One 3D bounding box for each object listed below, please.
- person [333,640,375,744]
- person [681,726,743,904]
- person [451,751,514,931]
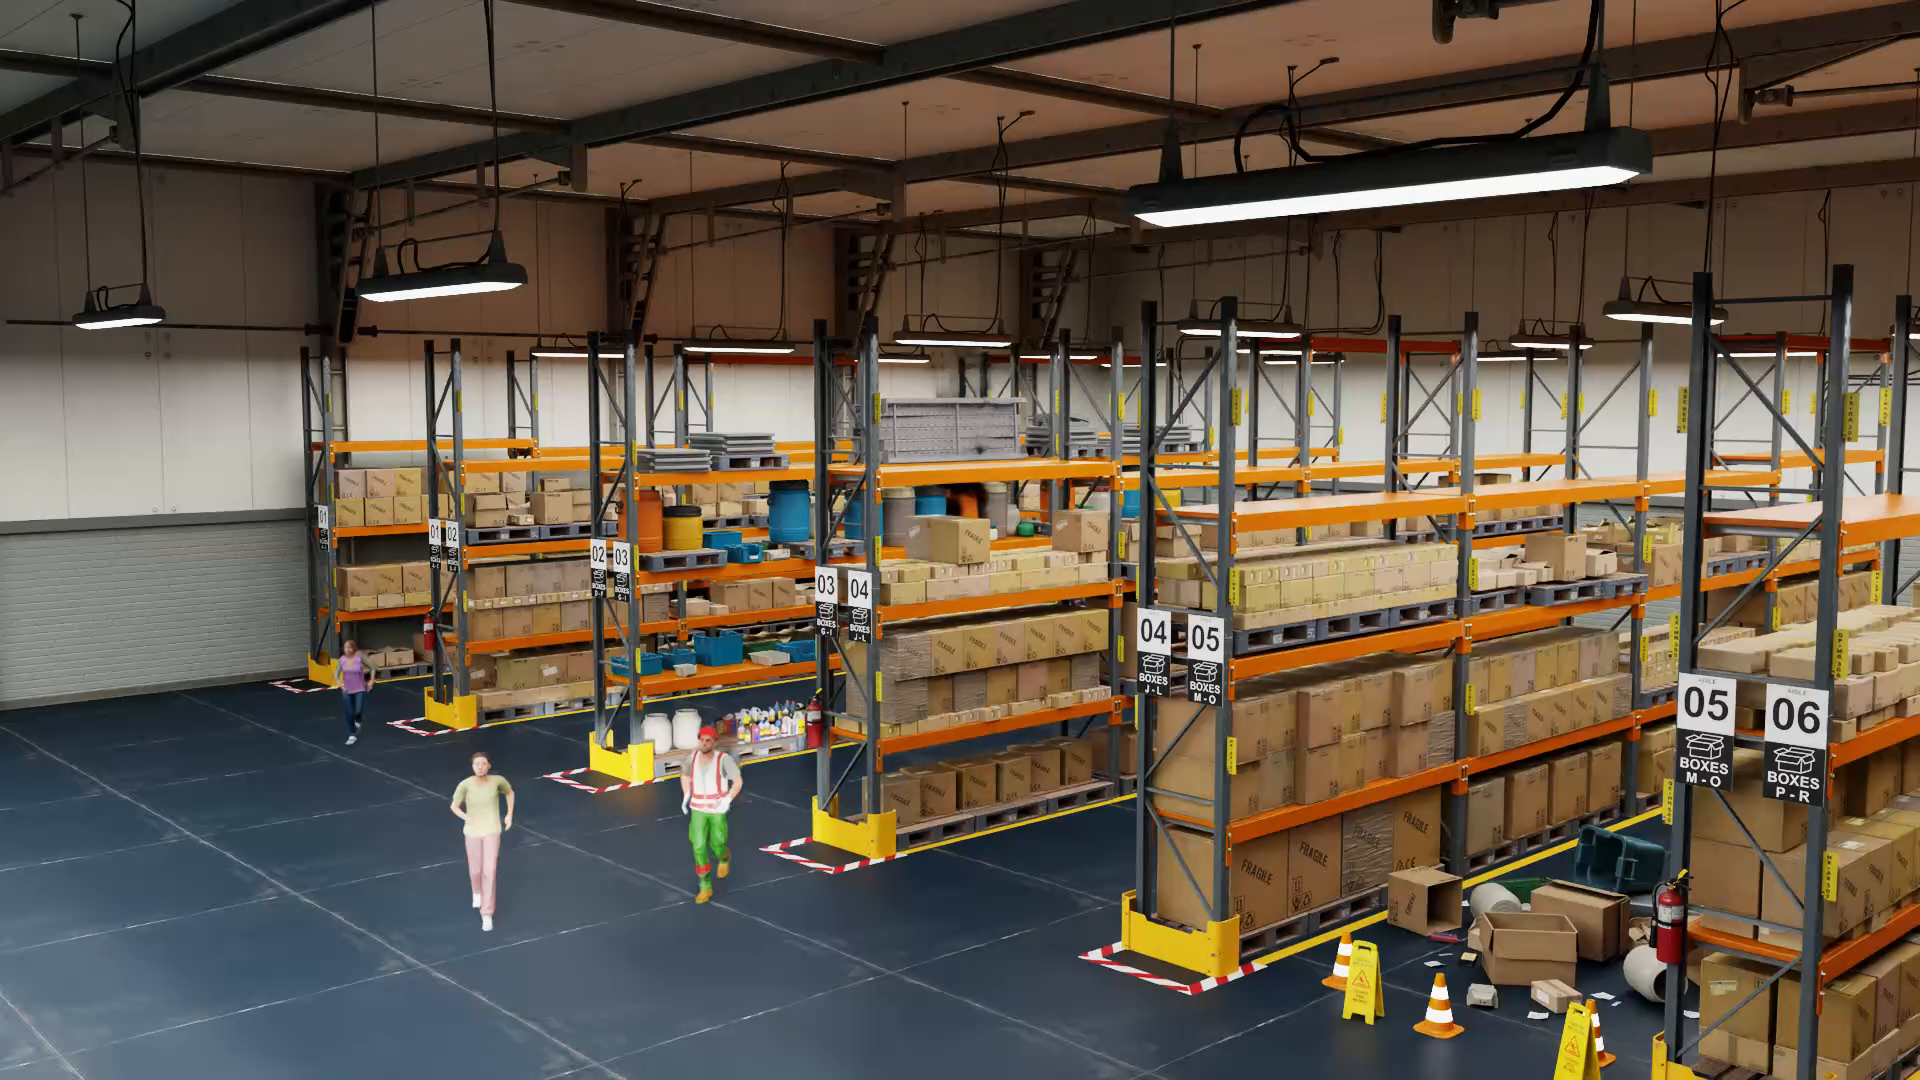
[{"bbox_3d":[-8.912,2.244,24.458,0.575,1.557,0.606,-1,5,-12],"label":"person"},{"bbox_3d":[-2.569,2.783,17.193,0.673,1.775,0.817,0,5,5],"label":"person"},{"bbox_3d":[-4.682,2.896,16.336,0.598,1.688,0.848,-1,5,-14],"label":"person"}]
